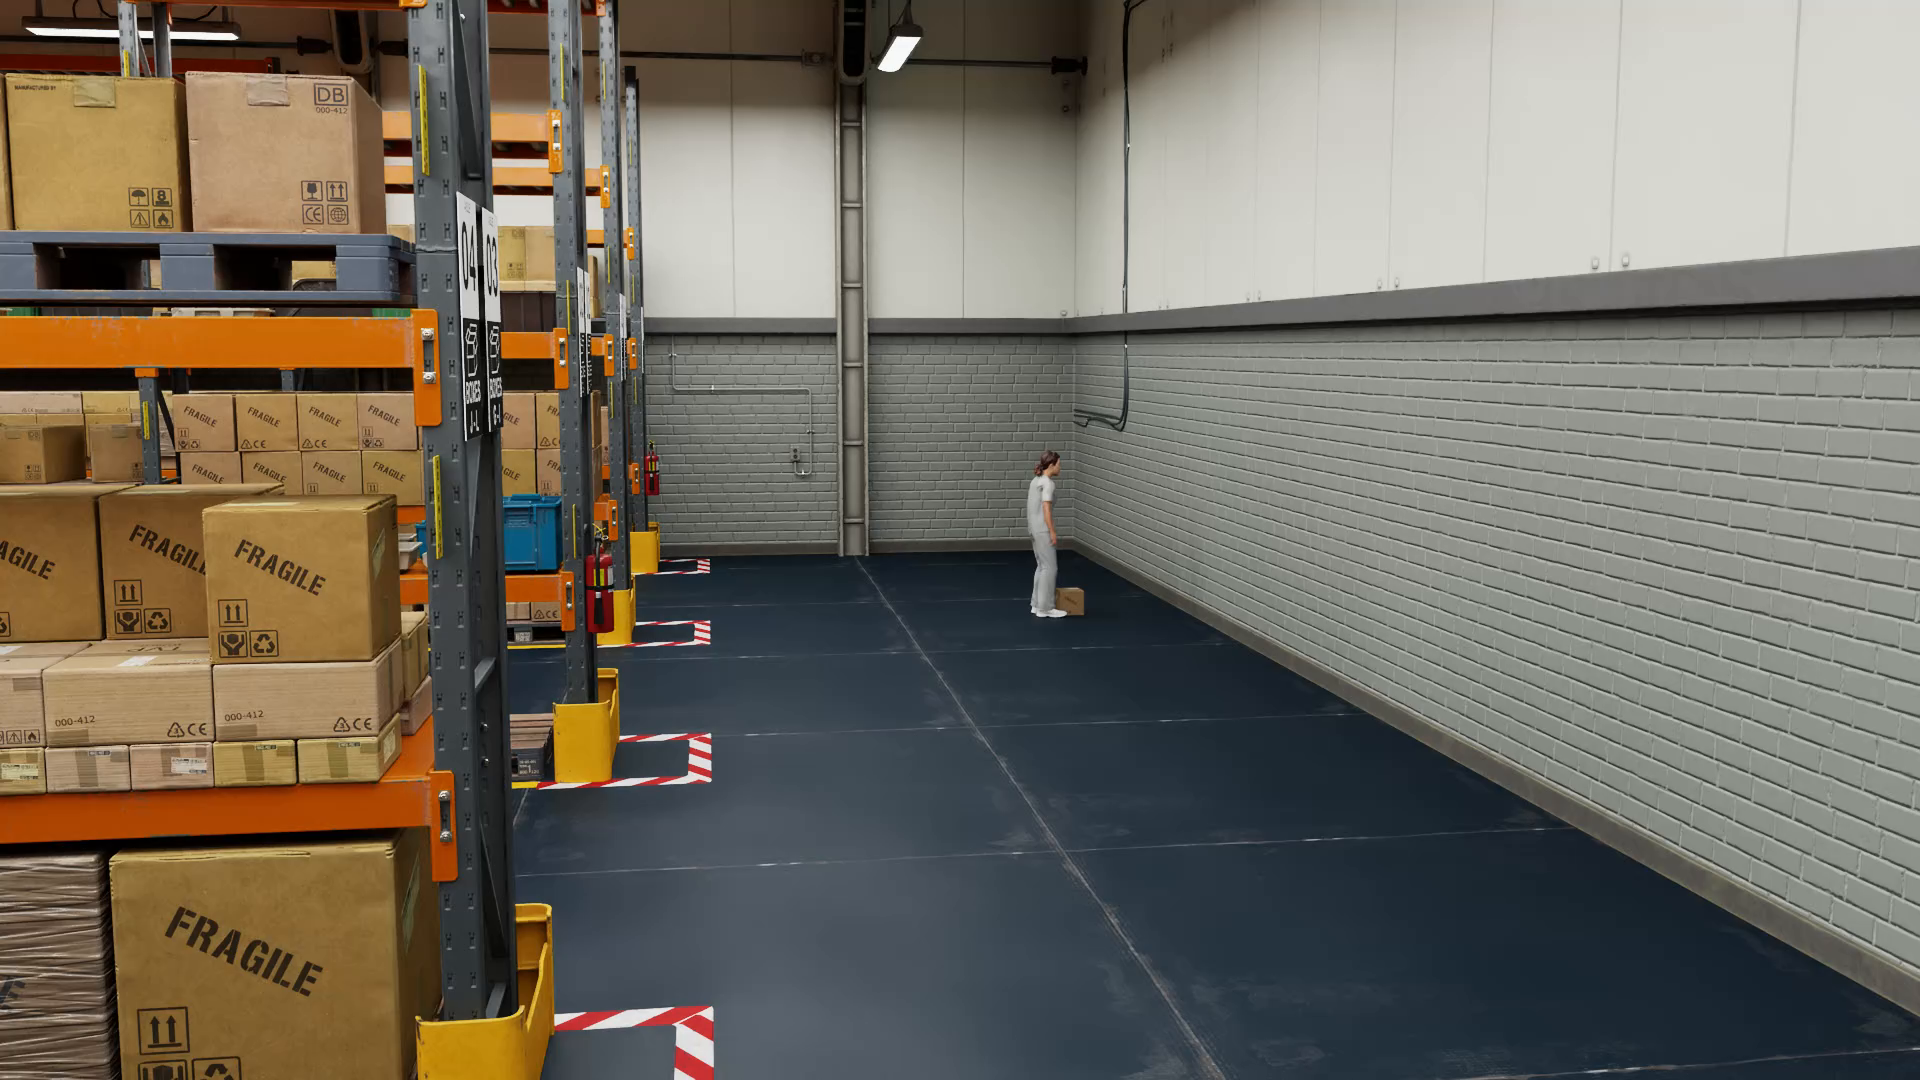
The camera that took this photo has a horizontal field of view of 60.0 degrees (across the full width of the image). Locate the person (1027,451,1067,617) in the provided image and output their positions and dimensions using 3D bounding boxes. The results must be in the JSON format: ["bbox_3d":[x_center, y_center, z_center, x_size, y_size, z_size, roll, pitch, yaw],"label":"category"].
[{"bbox_3d":[0.874,-0.070,16.916,0.363,1.671,0.508,-1,7,-12],"label":"person"}]
